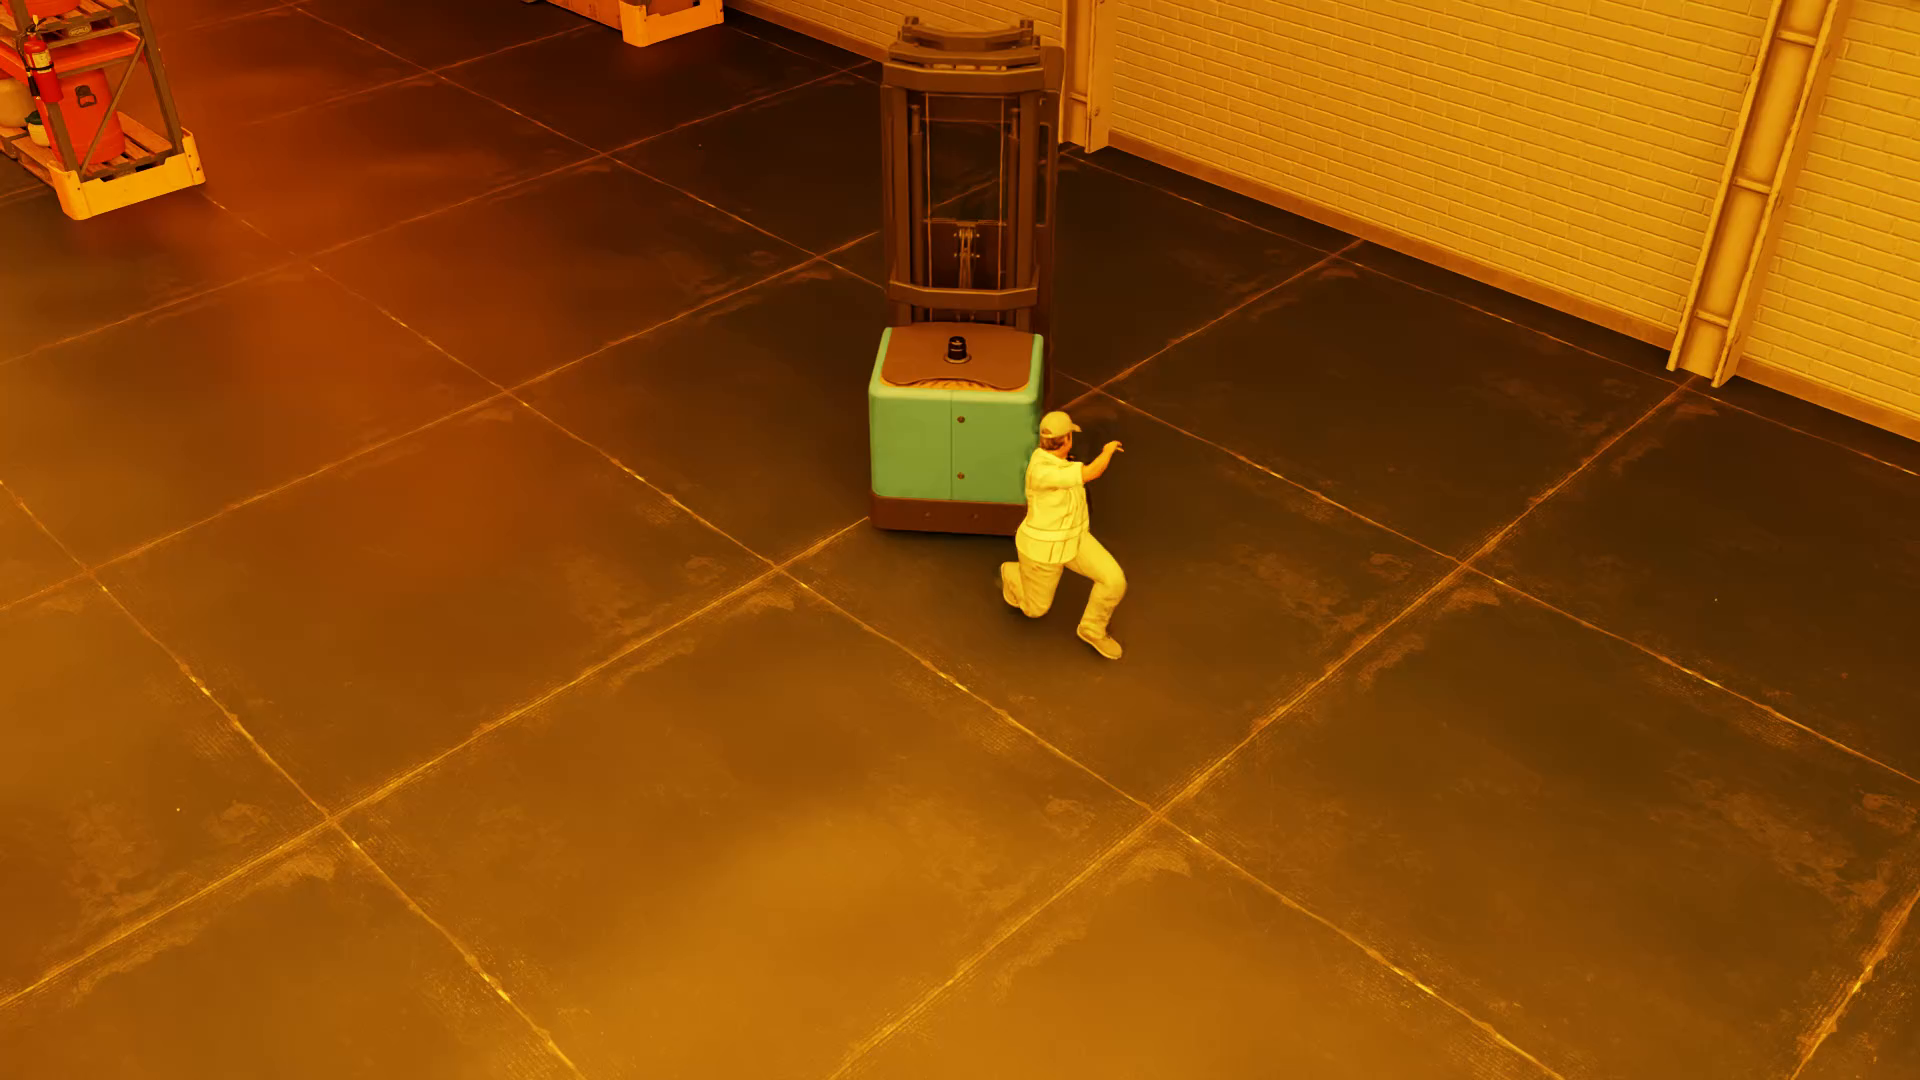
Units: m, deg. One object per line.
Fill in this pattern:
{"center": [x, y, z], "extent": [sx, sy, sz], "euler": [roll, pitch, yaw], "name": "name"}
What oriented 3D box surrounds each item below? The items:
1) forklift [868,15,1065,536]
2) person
{"center": [0.085, -2.061, 10.836], "extent": [1.130, 2.935, 3.031], "euler": [3, 36, 4], "name": "forklift"}
{"center": [0.672, -0.127, 9.514], "extent": [0.944, 1.382, 0.853], "euler": [27, 44, 31], "name": "person"}
